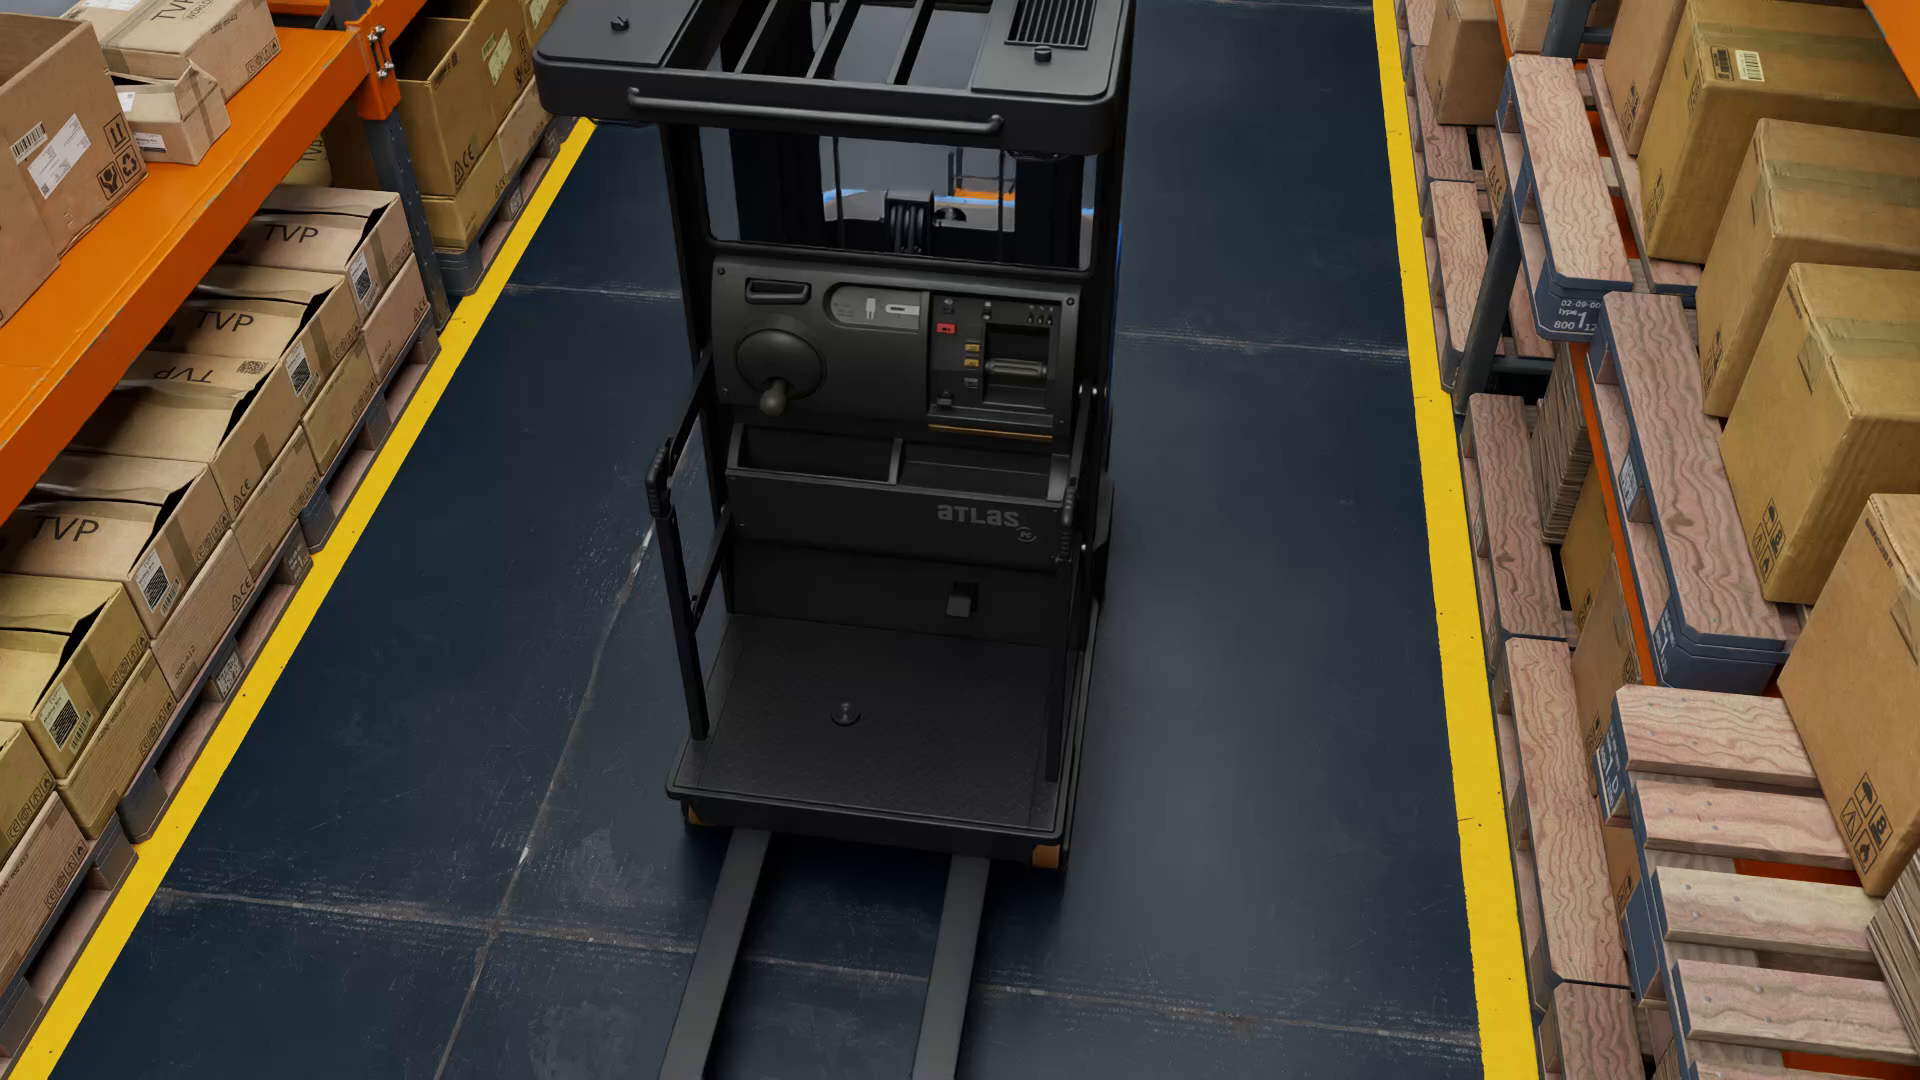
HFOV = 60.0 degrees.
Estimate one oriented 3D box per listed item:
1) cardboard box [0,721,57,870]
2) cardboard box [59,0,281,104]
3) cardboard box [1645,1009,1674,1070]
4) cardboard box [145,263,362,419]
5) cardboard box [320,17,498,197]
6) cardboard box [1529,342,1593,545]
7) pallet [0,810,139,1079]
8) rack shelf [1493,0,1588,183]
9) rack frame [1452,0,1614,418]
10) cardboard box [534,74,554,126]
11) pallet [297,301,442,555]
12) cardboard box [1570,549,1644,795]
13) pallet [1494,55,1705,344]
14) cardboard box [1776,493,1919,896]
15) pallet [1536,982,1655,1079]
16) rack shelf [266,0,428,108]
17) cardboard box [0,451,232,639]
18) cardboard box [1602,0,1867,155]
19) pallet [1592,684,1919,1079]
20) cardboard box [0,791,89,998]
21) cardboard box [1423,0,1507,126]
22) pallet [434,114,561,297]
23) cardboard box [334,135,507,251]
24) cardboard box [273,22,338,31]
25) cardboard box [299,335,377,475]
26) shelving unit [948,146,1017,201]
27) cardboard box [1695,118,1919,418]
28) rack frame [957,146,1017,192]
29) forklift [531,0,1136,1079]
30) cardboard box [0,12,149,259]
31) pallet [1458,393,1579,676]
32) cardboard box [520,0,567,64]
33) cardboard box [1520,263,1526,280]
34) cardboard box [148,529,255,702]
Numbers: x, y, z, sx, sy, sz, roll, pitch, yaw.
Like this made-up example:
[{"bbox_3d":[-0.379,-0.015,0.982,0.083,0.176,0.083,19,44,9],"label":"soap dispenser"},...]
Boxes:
[{"bbox_3d":[-2.659,0.682,4.134,0.500,0.311,0.500,4,44,4],"label":"cardboard box"},{"bbox_3d":[-2.574,-1.603,5.370,0.500,0.250,0.500,8,44,8],"label":"cardboard box"},{"bbox_3d":[2.057,1.089,3.916,0.700,0.500,0.500,5,44,5],"label":"cardboard box"},{"bbox_3d":[-2.384,-0.697,5.591,0.500,0.311,0.500,6,44,7],"label":"cardboard box"},{"bbox_3d":[-2.180,-1.711,6.524,0.500,0.500,0.500,5,44,6],"label":"cardboard box"},{"bbox_3d":[2.278,-0.298,5.381,0.700,0.500,0.500,7,44,7],"label":"cardboard box"},{"bbox_3d":[-2.933,1.184,4.346,1.003,0.211,1.213,5,44,6],"label":"pallet"},{"bbox_3d":[2.623,-2.651,6.891,1.077,0.370,4.000,5,44,6],"label":"rack shelf"},{"bbox_3d":[2.359,-1.549,5.205,1.000,3.000,0.127,5,44,6],"label":"rack frame"},{"bbox_3d":[-2.048,-2.120,7.502,0.500,0.250,0.500,5,44,6],"label":"cardboard box"},{"bbox_3d":[-2.611,-0.479,6.102,1.003,0.211,1.213,5,44,6],"label":"pallet"},{"bbox_3d":[2.152,0.403,4.641,0.700,0.500,0.500,6,44,6],"label":"cardboard box"},{"bbox_3d":[2.114,-0.972,4.734,1.003,0.211,1.213,5,44,6],"label":"pallet"},{"bbox_3d":[1.929,0.276,2.884,0.700,0.500,0.500,1,43,2],"label":"cardboard box"},{"bbox_3d":[1.935,1.657,3.847,1.003,0.211,1.213,5,44,6],"label":"pallet"},{"bbox_3d":[-2.288,-3.099,7.364,1.077,0.370,4.000,5,44,6],"label":"rack shelf"},{"bbox_3d":[-2.522,-0.015,4.871,0.500,0.311,0.500,5,44,5],"label":"cardboard box"},{"bbox_3d":[2.258,-1.402,4.656,0.700,0.500,0.500,5,44,6],"label":"cardboard box"},{"bbox_3d":[1.819,0.751,2.915,1.213,0.211,1.003,5,44,6],"label":"pallet"},{"bbox_3d":[-2.655,0.902,4.310,0.500,0.250,0.500,4,44,4],"label":"cardboard box"},{"bbox_3d":[2.485,-2.180,7.369,0.700,0.500,0.500,3,44,3],"label":"cardboard box"},{"bbox_3d":[-2.405,-1.523,7.204,1.003,0.211,1.213,5,44,6],"label":"pallet"},{"bbox_3d":[-2.190,-1.440,6.783,0.500,0.250,0.500,5,44,6],"label":"cardboard box"},{"bbox_3d":[-2.630,-2.099,6.934,0.500,0.500,0.500,5,44,6],"label":"cardboard box"},{"bbox_3d":[-2.388,-0.497,5.788,0.500,0.250,0.500,5,44,5],"label":"cardboard box"},{"bbox_3d":[0.094,-0.857,5.783,0.258,1.200,0.189,6,44,6],"label":"shelving unit"},{"bbox_3d":[2.121,-0.570,3.777,0.700,0.500,0.500,11,45,11],"label":"cardboard box"},{"bbox_3d":[0.108,-0.919,5.848,0.240,1.200,0.006,6,44,6],"label":"rack frame"},{"bbox_3d":[-0.198,-0.393,4.034,1.130,2.935,3.031,6,44,6],"label":"forklift"},{"bbox_3d":[-2.739,-1.152,4.713,0.500,0.500,0.500,8,44,9],"label":"cardboard box"},{"bbox_3d":[2.257,-0.006,5.603,1.003,0.211,1.213,5,44,6],"label":"pallet"},{"bbox_3d":[-2.048,-2.392,7.244,0.500,0.500,0.500,5,44,6],"label":"cardboard box"},{"bbox_3d":[2.400,-1.048,6.415,0.380,0.166,0.250,0,43,0],"label":"cardboard box"},{"bbox_3d":[-2.524,0.198,5.054,0.500,0.250,0.500,6,44,6],"label":"cardboard box"}]
